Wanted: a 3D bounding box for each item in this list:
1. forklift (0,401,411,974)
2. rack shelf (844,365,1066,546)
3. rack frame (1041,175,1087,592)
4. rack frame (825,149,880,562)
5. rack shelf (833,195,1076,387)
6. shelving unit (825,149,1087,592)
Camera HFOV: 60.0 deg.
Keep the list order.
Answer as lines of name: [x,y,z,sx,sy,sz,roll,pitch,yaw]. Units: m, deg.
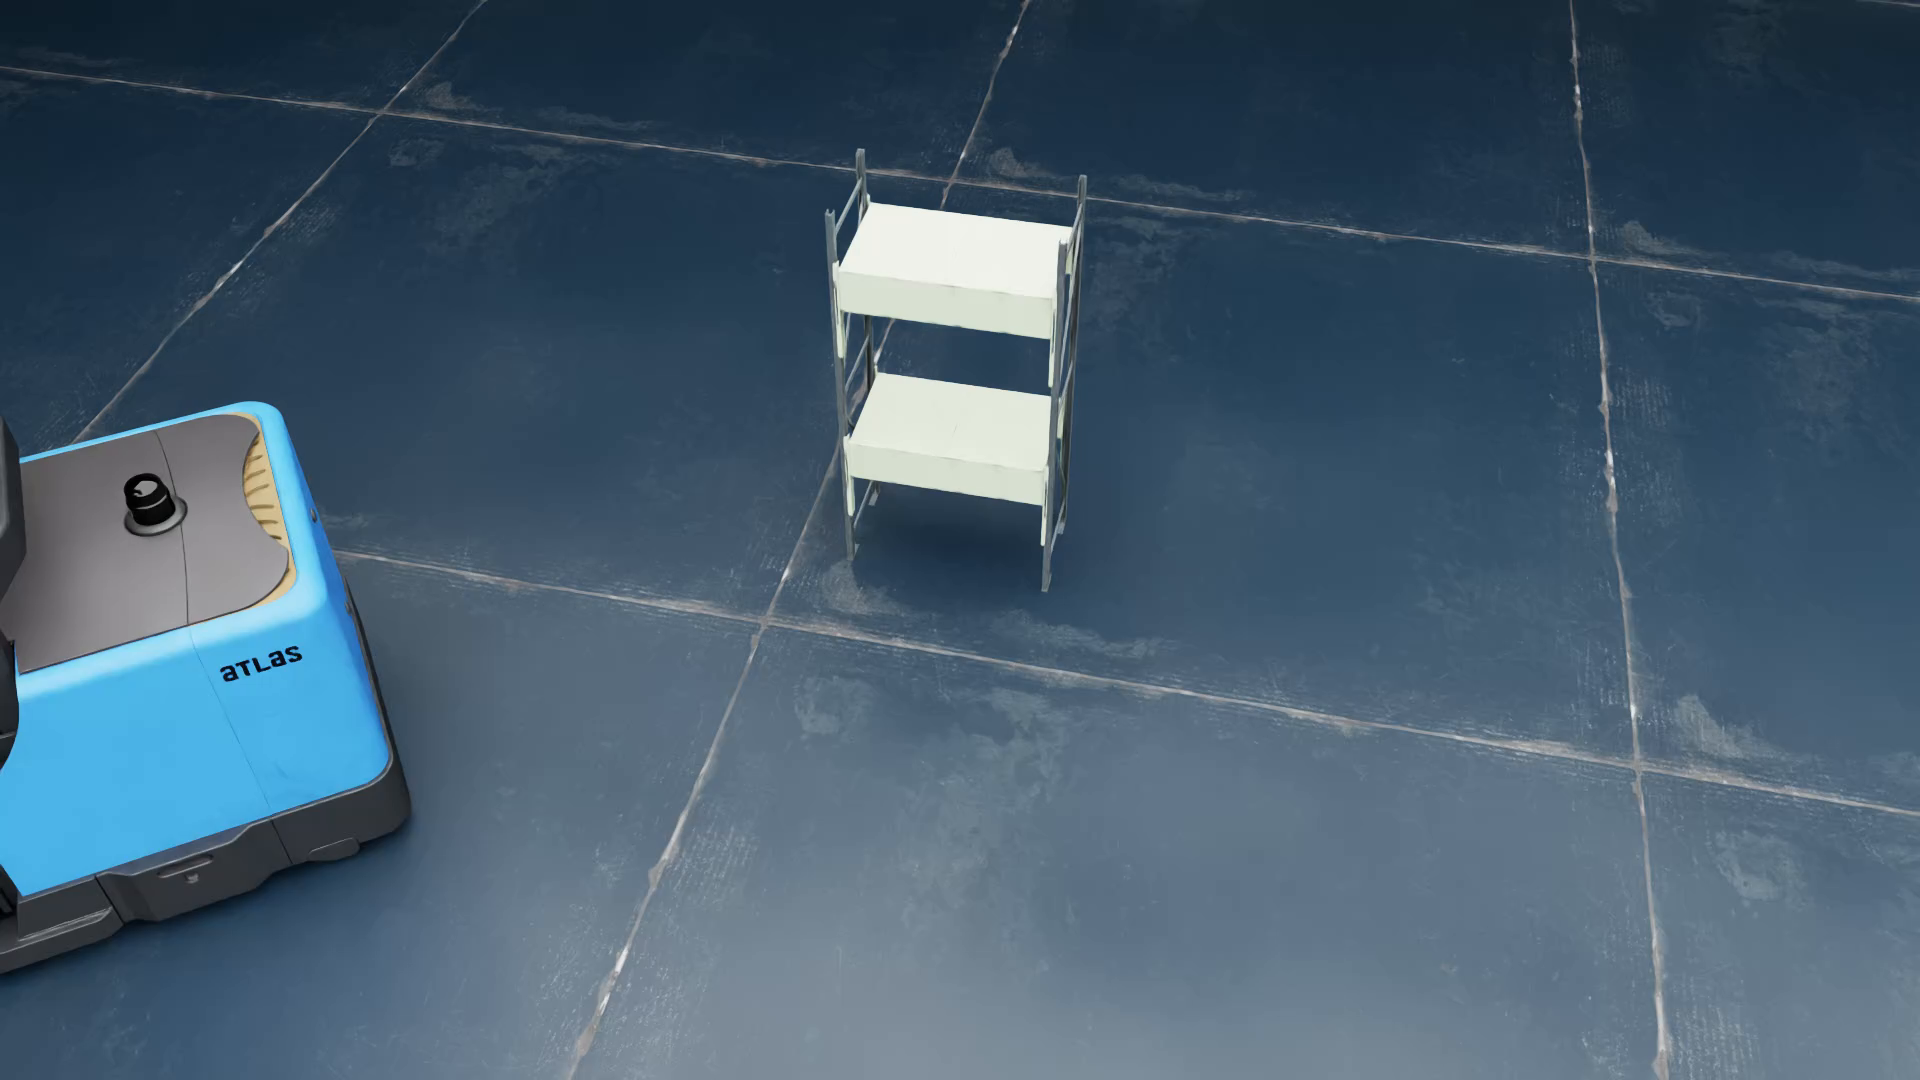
forklift: [-3.299,-0.005,4.142,3.031,2.935,1.130,-18,47,-18]
rack shelf: [-0.007,-0.306,5.957,0.720,0.370,0.431,9,45,9]
rack frame: [0.351,-0.486,5.673,0.023,1.500,0.400,9,45,9]
rack frame: [-0.364,-0.597,5.789,0.023,1.500,0.400,9,45,9]
rack shelf: [-0.007,-0.823,5.460,0.720,0.370,0.431,9,45,9]
shelving unit: [-0.007,-0.541,5.731,0.755,1.500,0.431,9,45,9]
